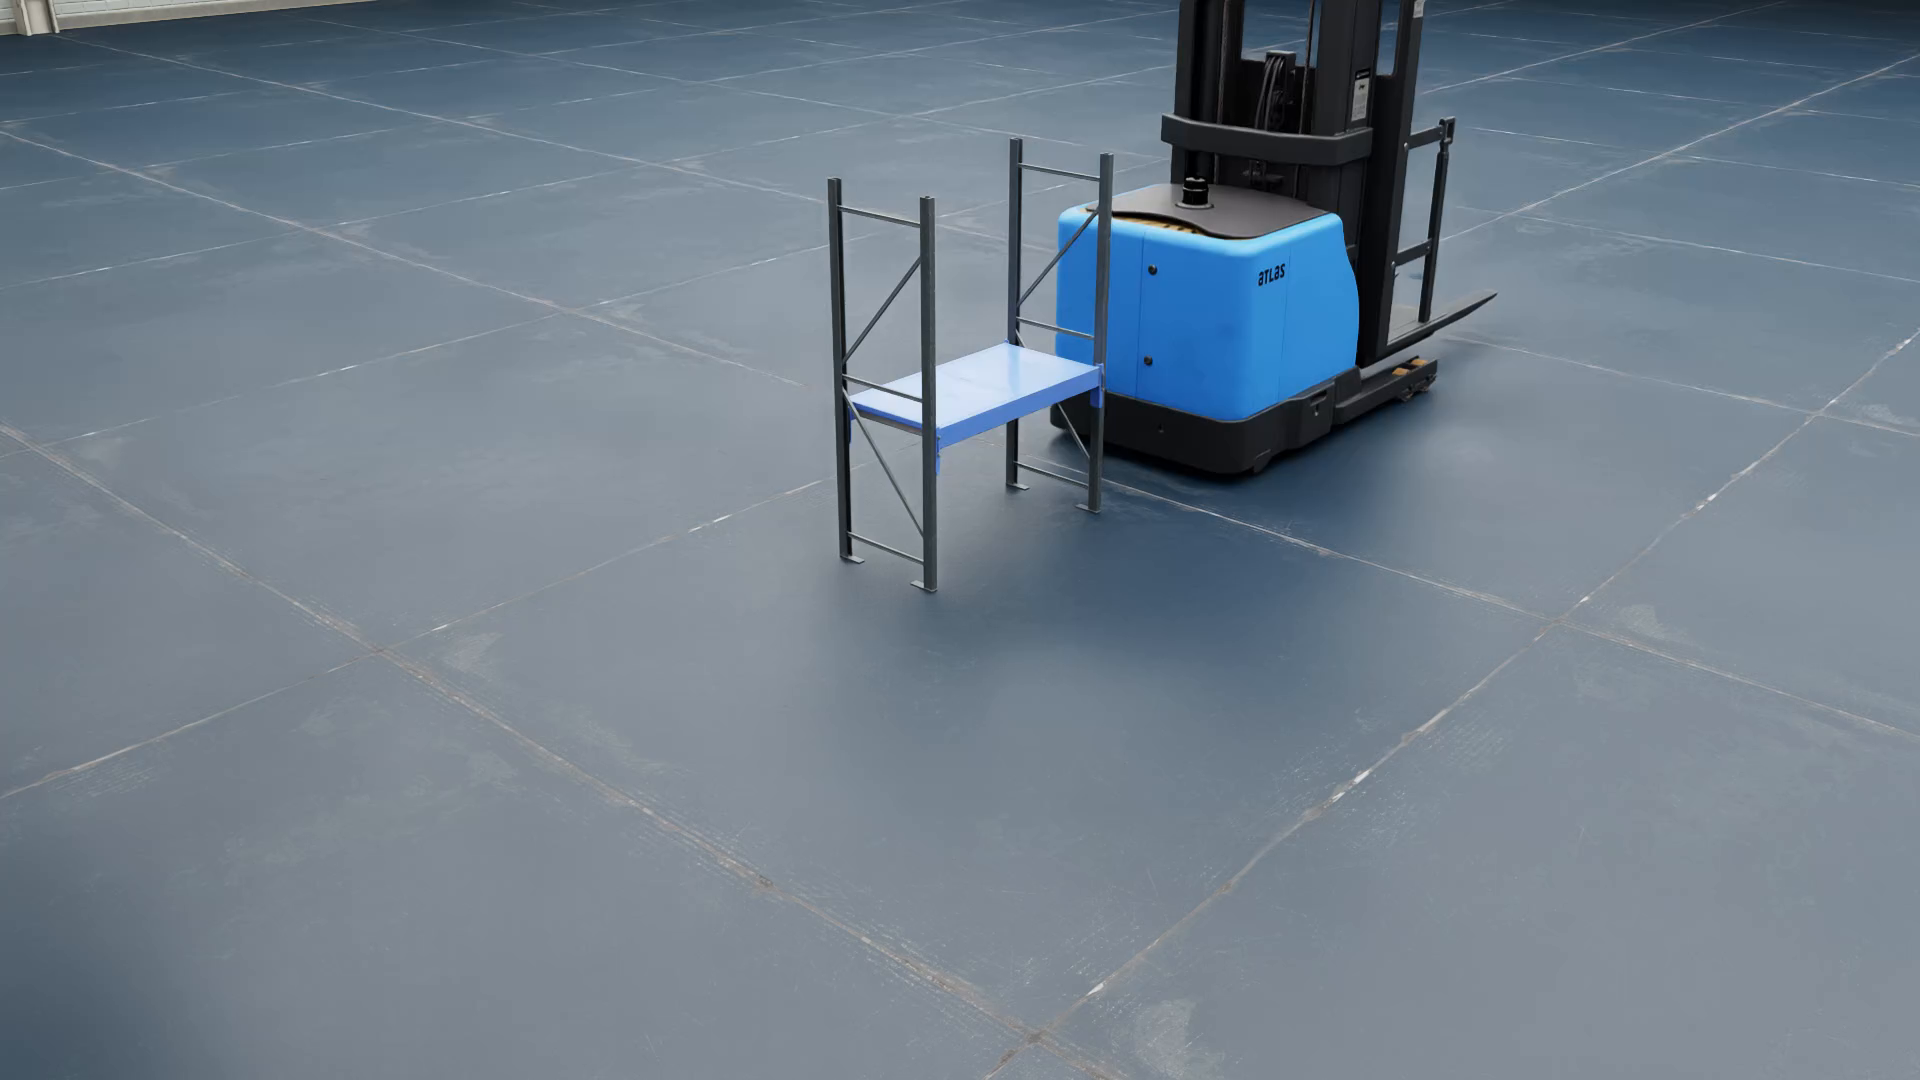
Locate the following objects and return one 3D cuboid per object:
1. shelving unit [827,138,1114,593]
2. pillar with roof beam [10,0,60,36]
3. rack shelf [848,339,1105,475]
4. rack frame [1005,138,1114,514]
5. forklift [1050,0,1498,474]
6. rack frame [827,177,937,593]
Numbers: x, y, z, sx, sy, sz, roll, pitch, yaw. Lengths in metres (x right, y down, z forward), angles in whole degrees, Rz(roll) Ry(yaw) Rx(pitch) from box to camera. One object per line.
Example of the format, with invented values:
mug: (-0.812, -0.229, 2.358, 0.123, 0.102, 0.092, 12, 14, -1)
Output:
shelving unit: (0.057, -0.710, 6.501, 0.538, 1.500, 1.048, 20, 31, 38)
pillar with roof beam: (-8.484, -9.365, 16.638, 9.100, 9.000, 0.400, 20, 31, 38)
rack shelf: (0.057, -0.546, 6.575, 0.538, 0.185, 1.000, 20, 31, 38)
rack frame: (0.396, -0.865, 6.847, 0.500, 1.500, 0.032, 20, 31, 38)
forklift: (1.768, -2.148, 7.958, 1.130, 2.935, 3.031, 20, 31, 37)
rack frame: (-0.282, -0.555, 6.156, 0.500, 1.500, 0.032, 20, 31, 38)
